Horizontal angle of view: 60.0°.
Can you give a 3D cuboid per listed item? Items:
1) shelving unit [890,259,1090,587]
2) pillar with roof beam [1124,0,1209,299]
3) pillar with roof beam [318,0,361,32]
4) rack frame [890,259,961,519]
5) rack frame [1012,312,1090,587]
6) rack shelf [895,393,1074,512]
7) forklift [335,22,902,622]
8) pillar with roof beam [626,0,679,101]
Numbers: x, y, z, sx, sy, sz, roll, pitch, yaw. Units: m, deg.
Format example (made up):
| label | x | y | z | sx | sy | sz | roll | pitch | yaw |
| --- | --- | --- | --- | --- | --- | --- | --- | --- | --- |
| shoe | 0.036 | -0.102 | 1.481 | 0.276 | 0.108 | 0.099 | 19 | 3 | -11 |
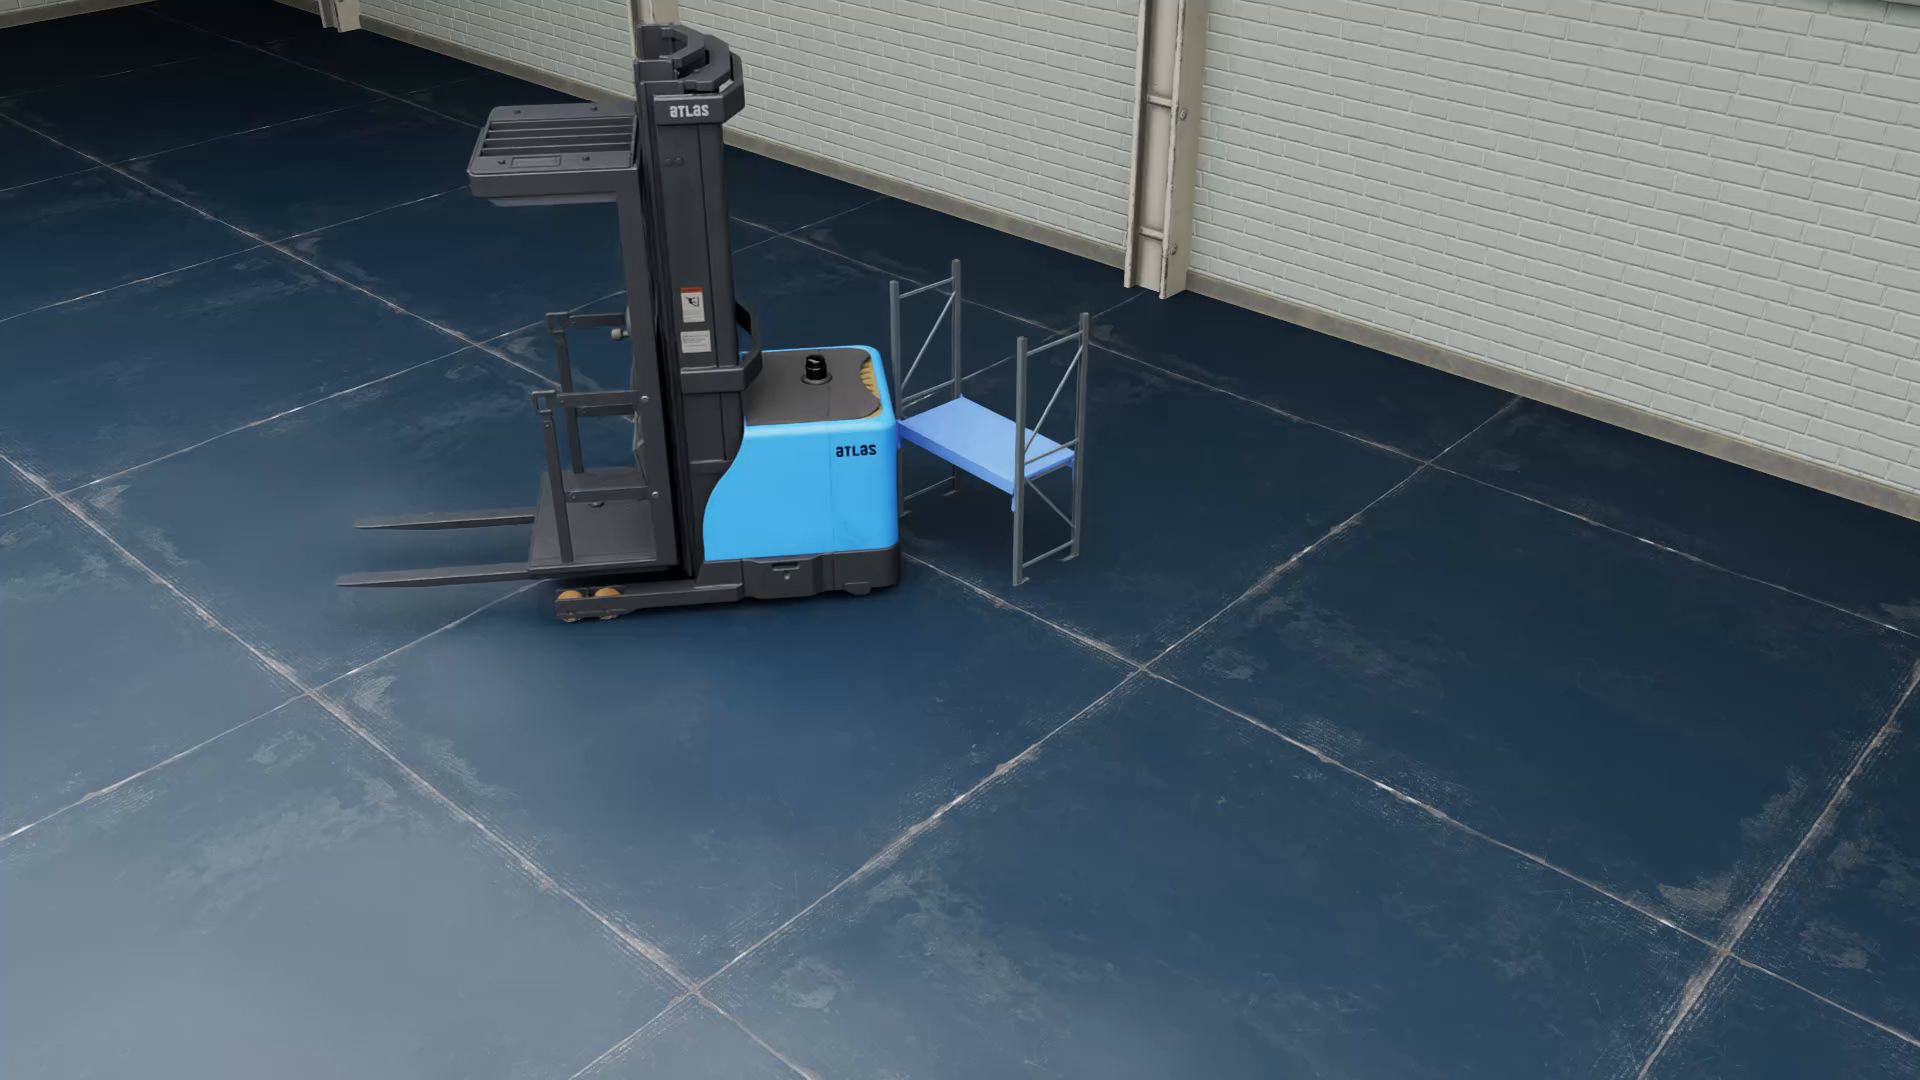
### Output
| label | x | y | z | sx | sy | sz | roll | pitch | yaw |
| --- | --- | --- | --- | --- | --- | --- | --- | --- | --- |
| shelving unit | 0.149 | -0.666 | 9.346 | 0.538 | 1.500 | 1.048 | -25 | 39 | -35 |
| pillar with roof beam | -1.364 | -4.183 | 7.918 | 0.400 | 9.000 | 9.100 | 25 | 39 | 35 |
| pillar with roof beam | -10.261 | -8.336 | 14.817 | 0.400 | 9.000 | 9.100 | 25 | 39 | 35 |
| rack frame | -0.192 | -0.860 | 9.669 | 0.500 | 1.500 | 0.032 | -25 | 39 | -35 |
| rack frame | 0.489 | -0.471 | 9.022 | 0.500 | 1.500 | 0.032 | -25 | 39 | -35 |
| rack shelf | 0.149 | -0.511 | 9.439 | 0.538 | 0.185 | 1.000 | -25 | 39 | -35 |
| forklift | -1.883 | -1.106 | 8.690 | 3.031 | 2.935 | 1.130 | -4 | 31 | -7 |
| pillar with roof beam | -5.812 | -6.260 | 11.368 | 0.400 | 9.000 | 9.100 | 25 | 39 | 35 |
